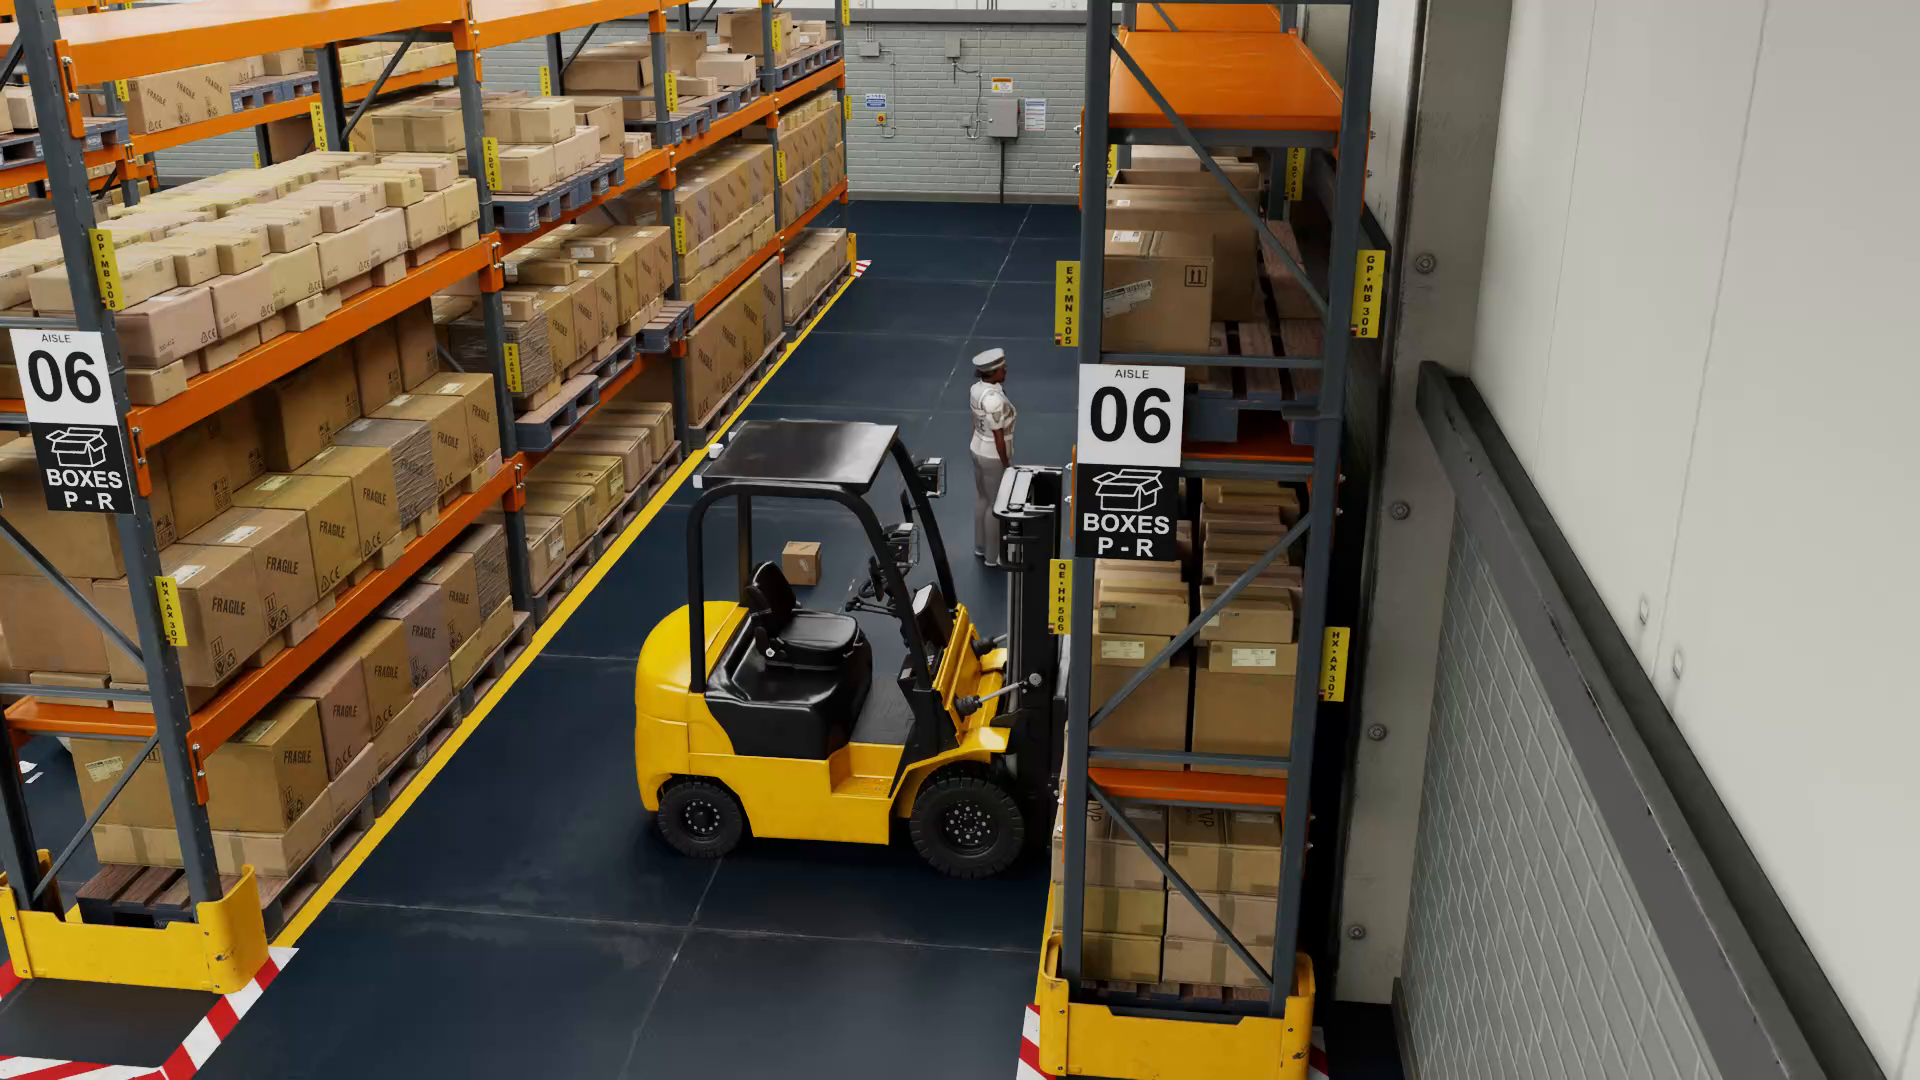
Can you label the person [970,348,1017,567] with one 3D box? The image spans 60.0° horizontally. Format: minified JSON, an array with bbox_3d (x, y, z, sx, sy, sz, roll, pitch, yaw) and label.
[{"bbox_3d":[0.269,-0.629,12.658,0.361,1.694,0.448,-6,22,-16],"label":"person"}]
